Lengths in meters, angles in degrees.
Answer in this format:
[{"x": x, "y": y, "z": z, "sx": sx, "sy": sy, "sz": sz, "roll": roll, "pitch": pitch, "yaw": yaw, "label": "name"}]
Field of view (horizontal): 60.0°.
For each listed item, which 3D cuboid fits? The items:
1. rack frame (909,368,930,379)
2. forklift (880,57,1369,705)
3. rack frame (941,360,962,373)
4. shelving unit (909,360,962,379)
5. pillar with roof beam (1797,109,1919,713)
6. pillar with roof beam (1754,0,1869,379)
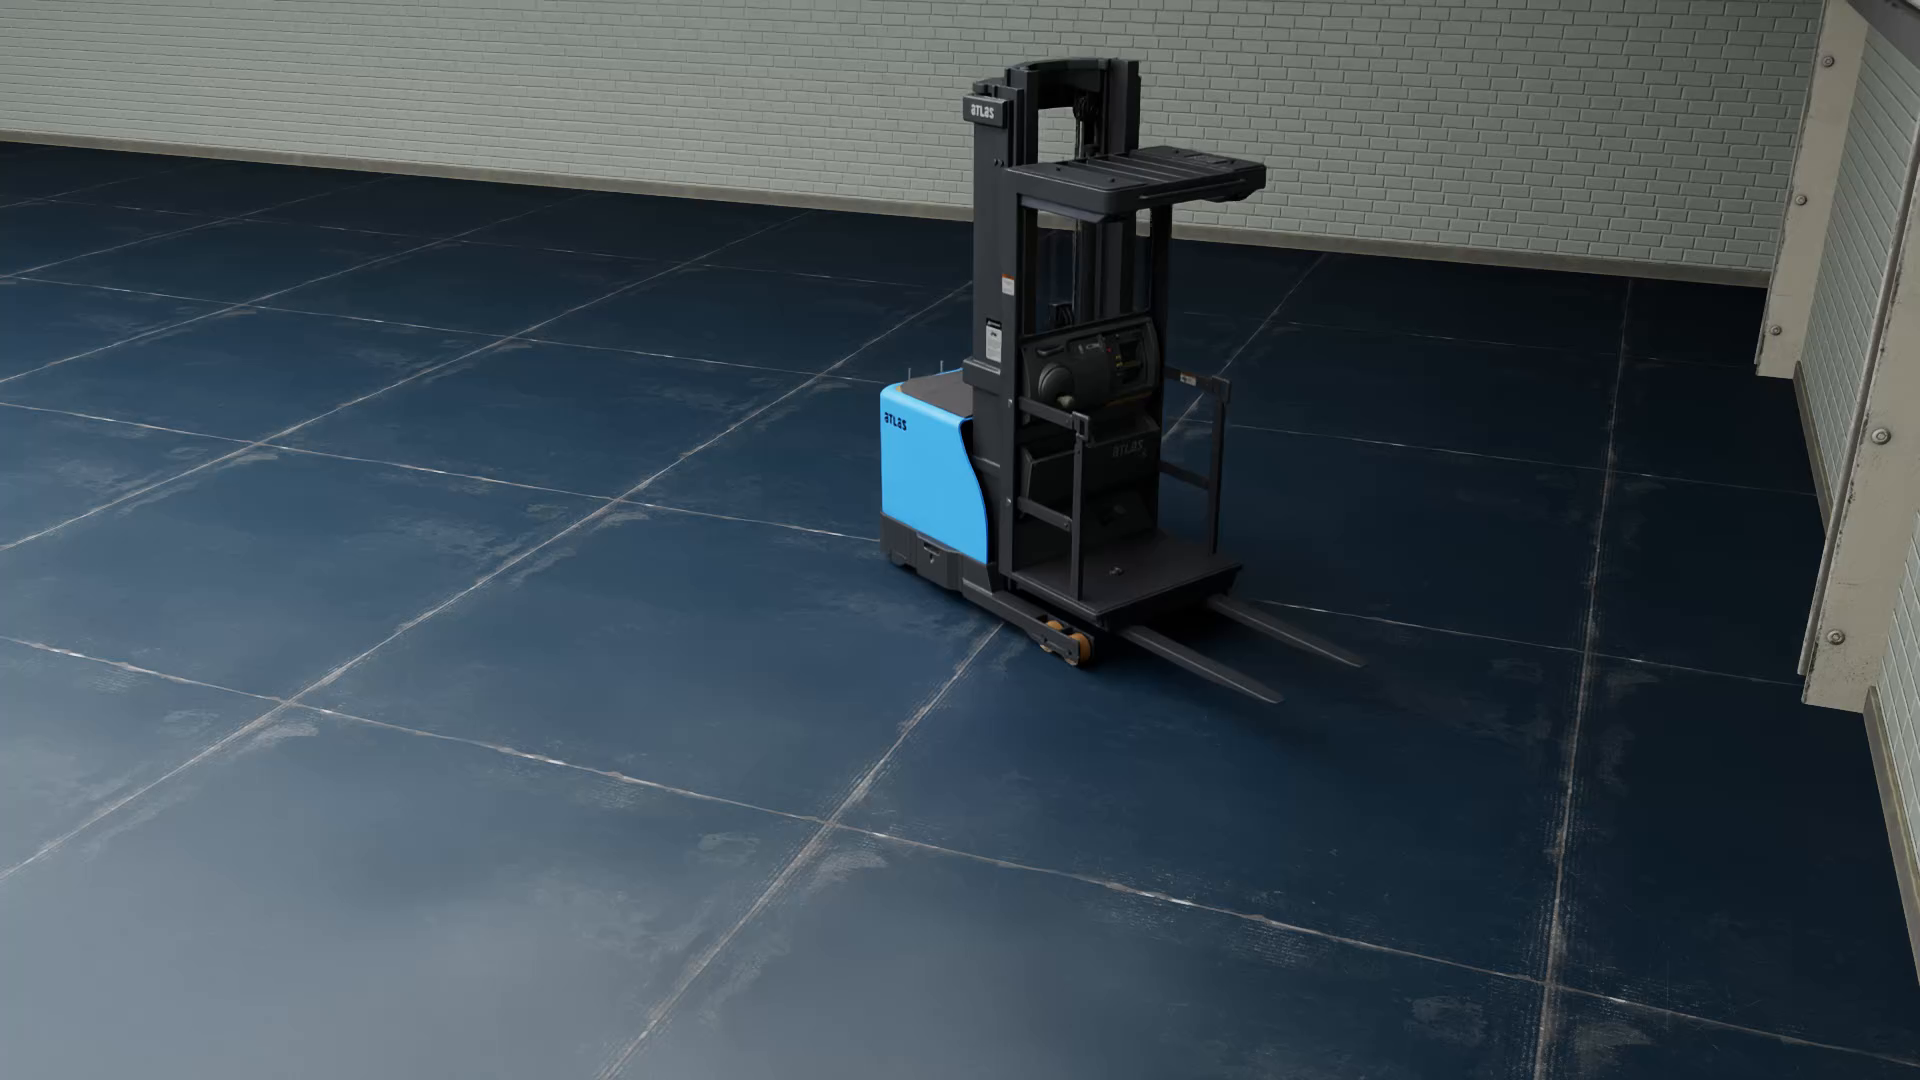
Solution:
[{"x": -0.242, "y": -0.523, "z": 10.140, "sx": 0.008, "sy": 1.050, "sz": 0.200, "roll": -17, "pitch": 28, "yaw": -35, "label": "rack frame"}, {"x": 0.826, "y": -0.914, "z": 8.635, "sx": 1.130, "sy": 2.935, "sz": 3.031, "roll": -17, "pitch": 28, "yaw": -35, "label": "forklift"}, {"x": -0.052, "y": -0.582, "z": 10.281, "sx": 0.008, "sy": 1.050, "sz": 0.200, "roll": -17, "pitch": 28, "yaw": -35, "label": "rack frame"}, {"x": -0.147, "y": -0.553, "z": 10.211, "sx": 0.252, "sy": 1.050, "sz": 0.215, "roll": -17, "pitch": 28, "yaw": -35, "label": "shelving unit"}, {"x": 0.423, "y": -4.003, "z": 8.157, "sx": 9.100, "sy": 9.000, "sz": 0.400, "roll": 9, "pitch": 24, "yaw": 20, "label": "pillar with roof beam"}, {"x": 2.652, "y": -6.150, "z": 13.298, "sx": 9.100, "sy": 9.000, "sz": 0.400, "roll": 9, "pitch": 24, "yaw": 20, "label": "pillar with roof beam"}]
